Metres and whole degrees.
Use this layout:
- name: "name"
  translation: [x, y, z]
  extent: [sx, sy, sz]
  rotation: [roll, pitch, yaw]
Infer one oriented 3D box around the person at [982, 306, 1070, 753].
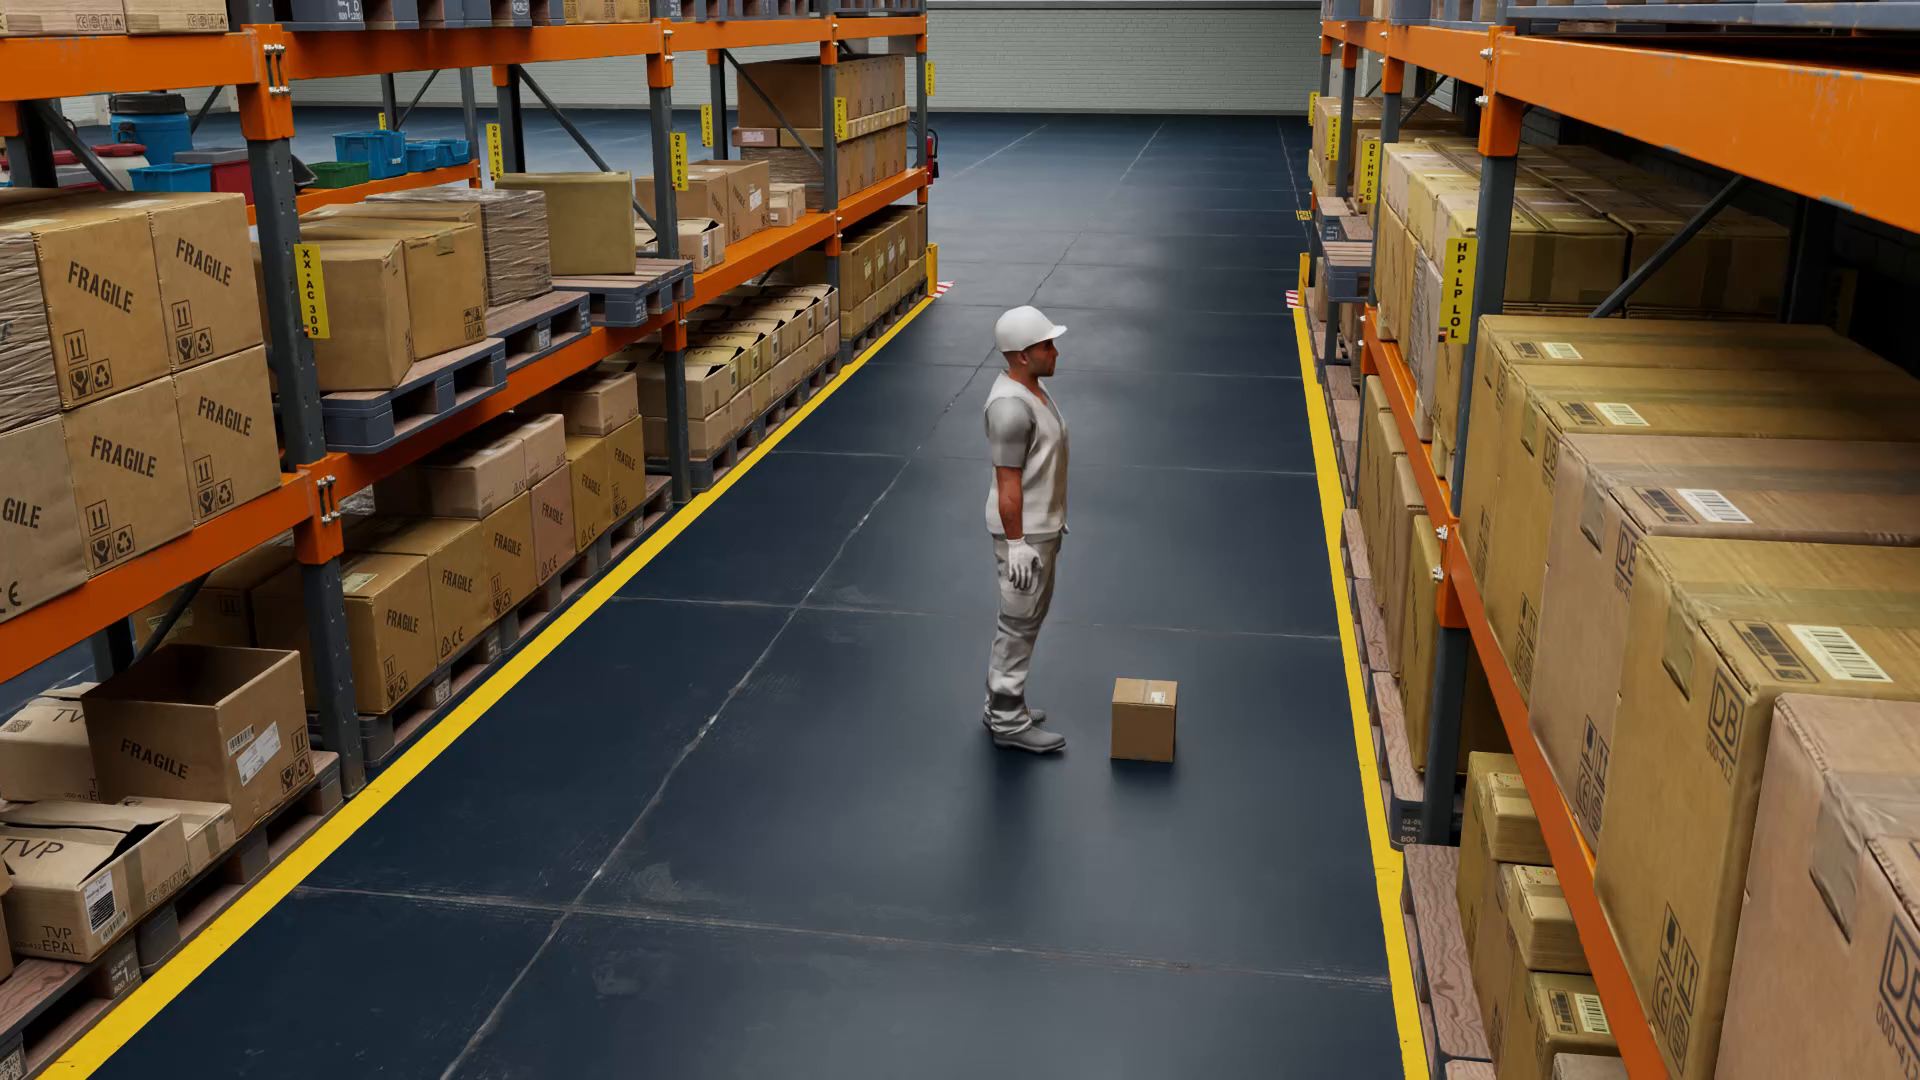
- name: "person"
  translation: [0.264, -0.027, 6.607]
  extent: [0.371, 1.814, 0.535]
  rotation: [3, 18, 10]
